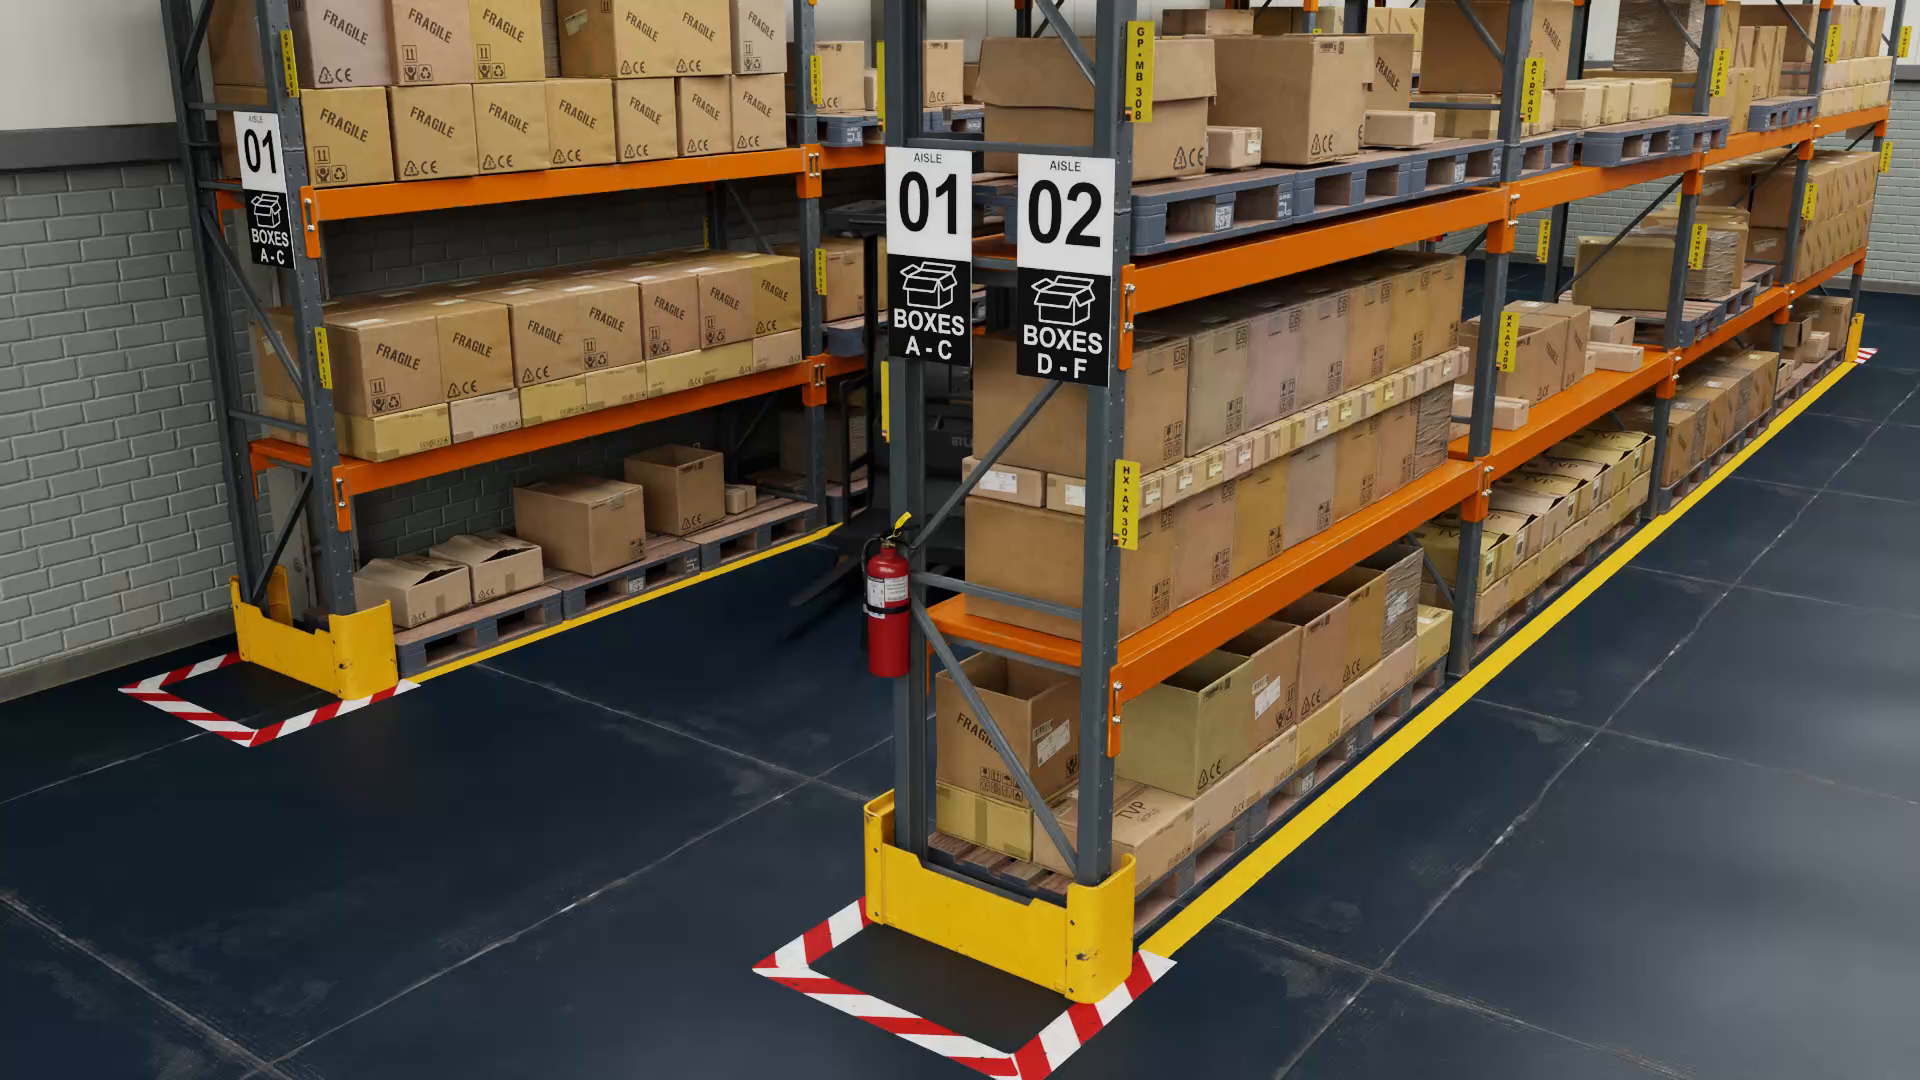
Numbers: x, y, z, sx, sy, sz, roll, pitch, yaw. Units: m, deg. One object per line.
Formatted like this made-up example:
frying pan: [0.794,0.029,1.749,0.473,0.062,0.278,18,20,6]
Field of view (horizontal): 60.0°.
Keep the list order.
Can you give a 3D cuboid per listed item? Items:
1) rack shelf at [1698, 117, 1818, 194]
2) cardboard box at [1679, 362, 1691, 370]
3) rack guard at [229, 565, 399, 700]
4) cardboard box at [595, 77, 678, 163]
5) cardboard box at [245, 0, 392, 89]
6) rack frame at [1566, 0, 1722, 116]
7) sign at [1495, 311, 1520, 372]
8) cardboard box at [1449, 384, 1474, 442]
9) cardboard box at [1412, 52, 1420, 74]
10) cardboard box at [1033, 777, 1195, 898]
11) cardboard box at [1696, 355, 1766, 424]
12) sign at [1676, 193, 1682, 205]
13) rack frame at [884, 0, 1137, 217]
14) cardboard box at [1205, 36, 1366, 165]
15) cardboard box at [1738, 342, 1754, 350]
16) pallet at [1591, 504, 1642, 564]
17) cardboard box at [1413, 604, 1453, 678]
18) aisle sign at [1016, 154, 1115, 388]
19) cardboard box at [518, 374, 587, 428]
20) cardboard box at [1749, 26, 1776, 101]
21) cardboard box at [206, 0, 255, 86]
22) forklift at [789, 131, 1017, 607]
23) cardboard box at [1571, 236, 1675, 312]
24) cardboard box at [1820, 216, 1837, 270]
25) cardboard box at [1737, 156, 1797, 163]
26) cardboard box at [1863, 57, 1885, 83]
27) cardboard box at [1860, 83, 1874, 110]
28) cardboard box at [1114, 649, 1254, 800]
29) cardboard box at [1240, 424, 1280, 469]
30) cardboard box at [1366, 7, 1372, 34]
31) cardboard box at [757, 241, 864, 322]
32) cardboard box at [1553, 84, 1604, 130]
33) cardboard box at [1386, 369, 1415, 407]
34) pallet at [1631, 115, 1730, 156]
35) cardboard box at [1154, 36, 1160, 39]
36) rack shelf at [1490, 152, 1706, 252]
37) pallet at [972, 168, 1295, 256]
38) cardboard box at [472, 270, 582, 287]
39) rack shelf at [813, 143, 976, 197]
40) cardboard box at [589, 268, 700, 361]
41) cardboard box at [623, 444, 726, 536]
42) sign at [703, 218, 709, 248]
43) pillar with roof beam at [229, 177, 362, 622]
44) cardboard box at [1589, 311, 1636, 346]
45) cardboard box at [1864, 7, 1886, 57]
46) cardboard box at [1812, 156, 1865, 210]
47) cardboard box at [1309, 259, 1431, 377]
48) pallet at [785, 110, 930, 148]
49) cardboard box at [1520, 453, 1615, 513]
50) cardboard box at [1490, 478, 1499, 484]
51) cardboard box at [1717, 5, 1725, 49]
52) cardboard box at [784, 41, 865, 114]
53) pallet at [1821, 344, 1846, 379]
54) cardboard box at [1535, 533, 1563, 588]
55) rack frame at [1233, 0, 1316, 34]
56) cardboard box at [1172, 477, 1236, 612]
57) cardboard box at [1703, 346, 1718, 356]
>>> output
rack shelf: [6.116,-3.246,13.794,1.077,0.370,4.000,12,21,35]
cardboard box: [6.228,-1.697,14.861,0.500,0.250,0.500,12,21,35]
rack guard: [-3.777,0.526,9.707,1.175,0.500,0.348,12,21,35]
cardboard box: [-2.153,-2.671,10.528,0.500,0.500,0.500,11,21,33]
cardboard box: [-3.398,-2.666,8.824,0.500,0.500,0.500,11,20,31]
rack frame: [4.925,-4.546,11.708,1.000,3.000,0.127,12,21,35]
sign: [2.988,-1.081,9.075,0.100,0.325,0.005,12,21,35]
cardboard box: [2.800,-0.781,9.955,0.500,0.250,0.500,14,22,38]
cardboard box: [5.178,-5.724,19.937,0.500,0.250,0.500,11,21,33]
cardboard box: [0.656,1.249,7.092,0.500,0.250,0.500,12,21,35]
cardboard box: [6.943,-1.365,15.055,0.500,0.500,0.500,13,21,35]
sign: [6.868,-3.141,15.840,0.100,0.325,0.005,12,21,35]
rack frame: [0.158,-2.640,5.572,1.000,3.000,0.127,12,21,35]
cardboard box: [1.367,-1.870,7.037,0.500,0.500,0.500,12,21,35]
cardboard box: [7.866,-1.924,17.173,0.500,0.311,0.500,12,21,35]
pallet: [4.403,-0.160,12.402,1.003,0.211,1.213,12,21,35]
cardboard box: [2.440,0.534,9.395,0.500,0.250,0.500,12,21,35]
aisle sign: [0.365,-0.947,5.852,0.394,0.787,0.004,12,21,35]
cardboard box: [-2.671,-0.894,10.284,0.500,0.250,0.500,12,21,34]
cardboard box: [6.569,-4.092,14.259,0.600,0.600,0.600,12,21,34]
cardboard box: [-3.776,-2.766,9.146,0.500,0.500,0.500,14,22,37]
forklift: [-0.216,-1.177,11.093,1.130,2.935,3.031,6,18,19]
cardboard box: [5.209,-2.099,13.068,0.700,0.500,0.500,5,18,16]
cardboard box: [8.433,-2.996,16.664,0.500,0.500,0.500,12,21,34]
cardboard box: [8.306,-3.687,17.204,0.500,0.500,0.500,12,21,34]
cardboard box: [9.292,-4.899,17.314,0.500,0.250,0.500,12,21,35]
cardboard box: [9.003,-4.539,16.999,0.500,0.250,0.500,12,21,35]
cardboard box: [0.952,0.771,7.366,0.500,0.500,0.500,12,21,35]
cardboard box: [1.179,-0.434,7.322,0.380,0.149,0.250,12,21,33]
cardboard box: [4.279,-5.719,18.656,0.500,0.500,0.500,12,21,34]
cardboard box: [-1.109,-1.975,12.637,0.700,0.500,0.500,12,21,35]
cardboard box: [3.730,-2.734,10.477,0.500,0.250,0.500,10,20,30]
cardboard box: [2.093,-0.799,8.496,0.380,0.149,0.250,12,21,35]
pallet: [4.592,-2.845,11.610,1.213,0.211,1.003,14,22,37]
cardboard box: [1.460,-4.507,15.730,0.700,0.500,0.500,11,20,32]
rack shelf: [3.733,-2.293,10.726,1.077,0.370,4.000,12,21,35]
pallet: [0.600,-1.329,6.558,1.003,0.211,1.213,12,21,35]
cardboard box: [-2.800,-1.457,10.834,0.500,0.500,0.500,13,21,35]
rack shelf: [-0.248,-3.168,13.542,1.077,0.370,4.000,12,21,35]
cardboard box: [-2.074,-1.493,10.949,0.500,0.500,0.500,12,21,33]
cardboard box: [-2.026,-0.364,11.832,0.500,0.500,0.500,11,20,31]
sign: [-1.887,-2.253,12.487,0.100,0.325,0.005,12,21,35]
pillar with roof beam: [-0.643,-3.074,6.968,9.100,9.000,0.400,12,21,35]
cardboard box: [4.673,-1.559,12.357,0.500,0.311,0.500,14,22,38]
cardboard box: [9.398,-5.419,17.722,0.700,0.500,0.500,12,21,35]
cardboard box: [9.041,-3.712,17.284,0.500,0.500,0.500,13,22,36]
cardboard box: [1.982,-1.168,8.590,0.700,0.500,0.500,12,21,35]
pallet: [-0.986,-3.073,12.342,1.213,0.211,1.003,12,21,35]
cardboard box: [4.203,-0.423,11.530,0.500,0.311,0.500,12,21,34]
cardboard box: [3.459,-0.393,11.433,0.500,0.311,0.500,12,21,34]
cardboard box: [5.493,-3.863,12.712,0.500,0.500,0.500,12,21,35]
cardboard box: [-1.049,-3.399,12.198,0.500,0.500,0.500,16,24,42]
pallet: [9.172,-2.046,18.477,1.003,0.211,1.213,12,21,35]
cardboard box: [3.593,0.087,10.834,0.500,0.250,0.500,12,21,33]
rack frame: [3.327,-6.373,17.592,1.000,3.000,0.127,12,21,35]
cardboard box: [0.755,-0.058,7.203,0.700,0.500,0.500,13,22,36]
cardboard box: [6.824,-1.577,15.739,0.500,0.500,0.500,11,21,32]
